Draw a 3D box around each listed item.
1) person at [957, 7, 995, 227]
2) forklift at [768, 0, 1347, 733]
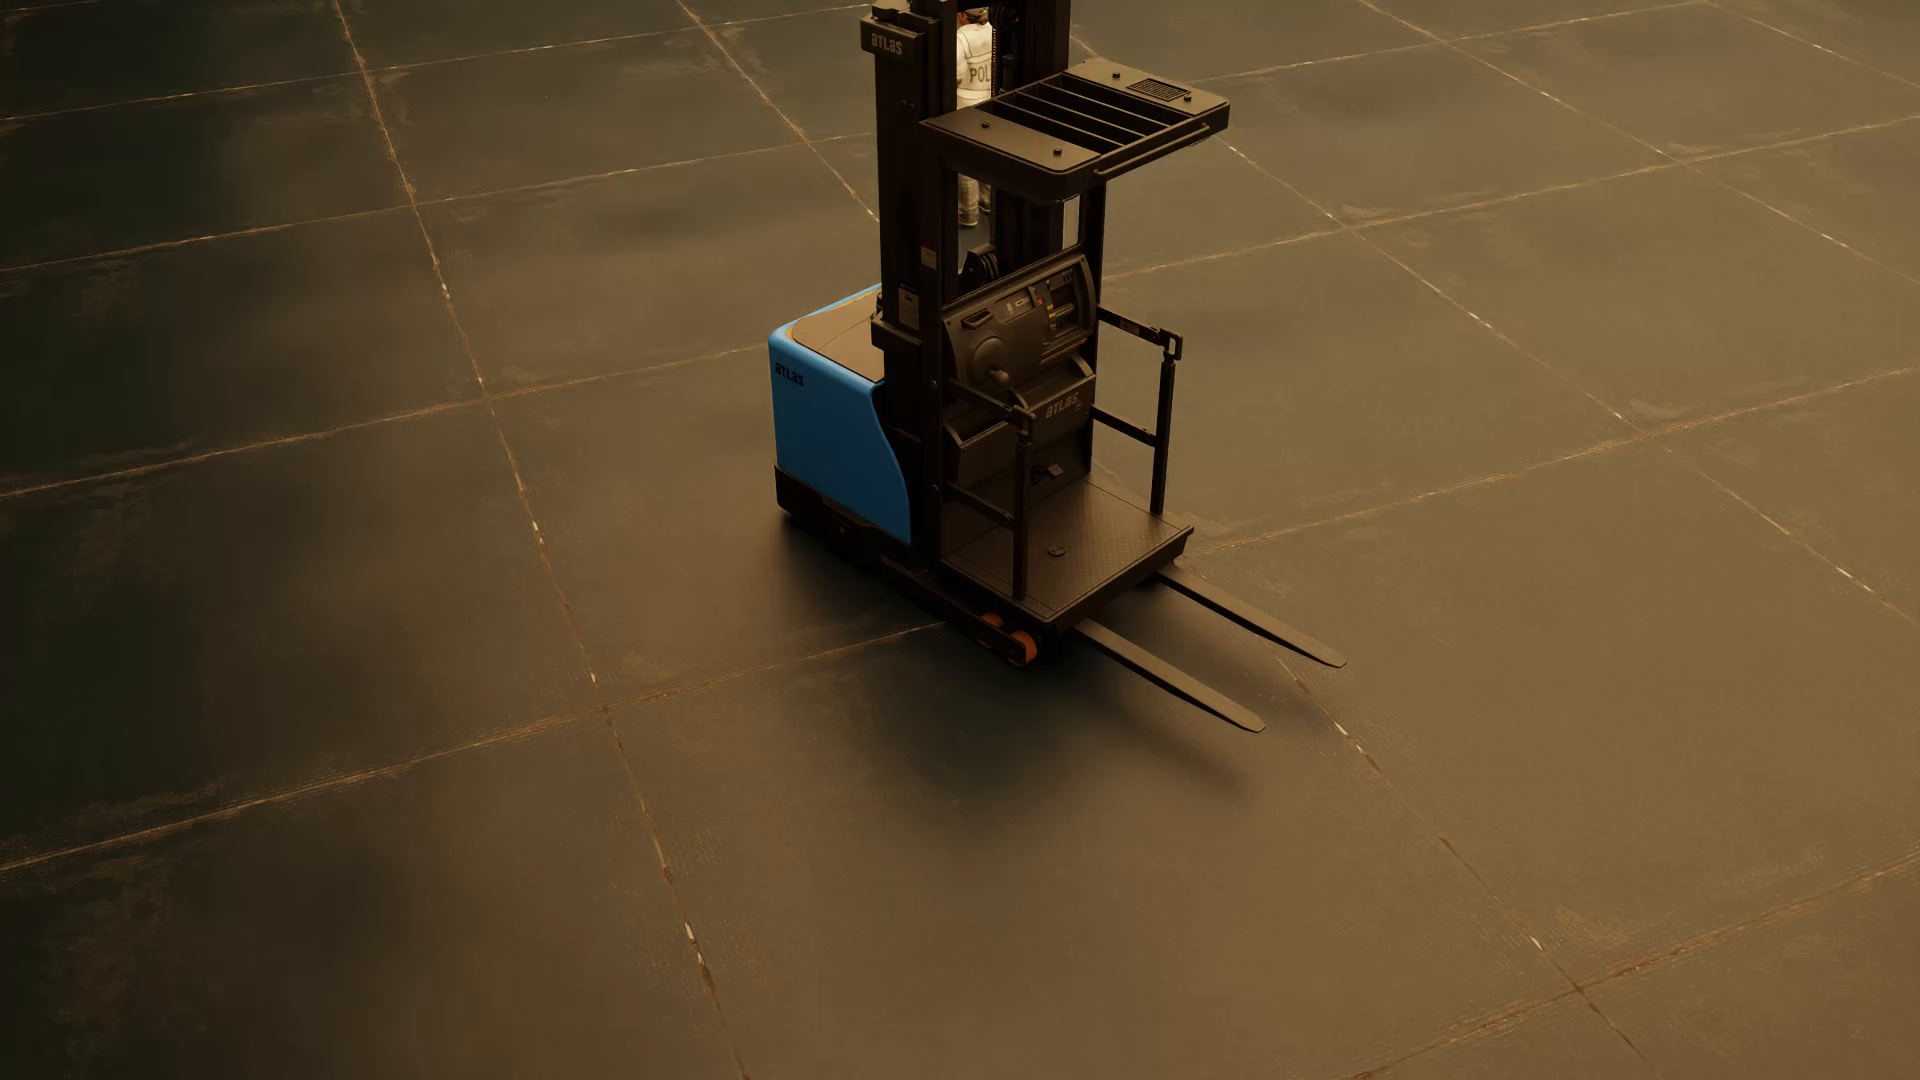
[{"bbox_3d":[0.053,-2.958,11.337,0.598,1.670,0.529,-23,41,-29],"label":"person"},{"bbox_3d":[0.432,-0.946,7.429,3.031,2.935,1.130,30,45,35],"label":"forklift"}]
